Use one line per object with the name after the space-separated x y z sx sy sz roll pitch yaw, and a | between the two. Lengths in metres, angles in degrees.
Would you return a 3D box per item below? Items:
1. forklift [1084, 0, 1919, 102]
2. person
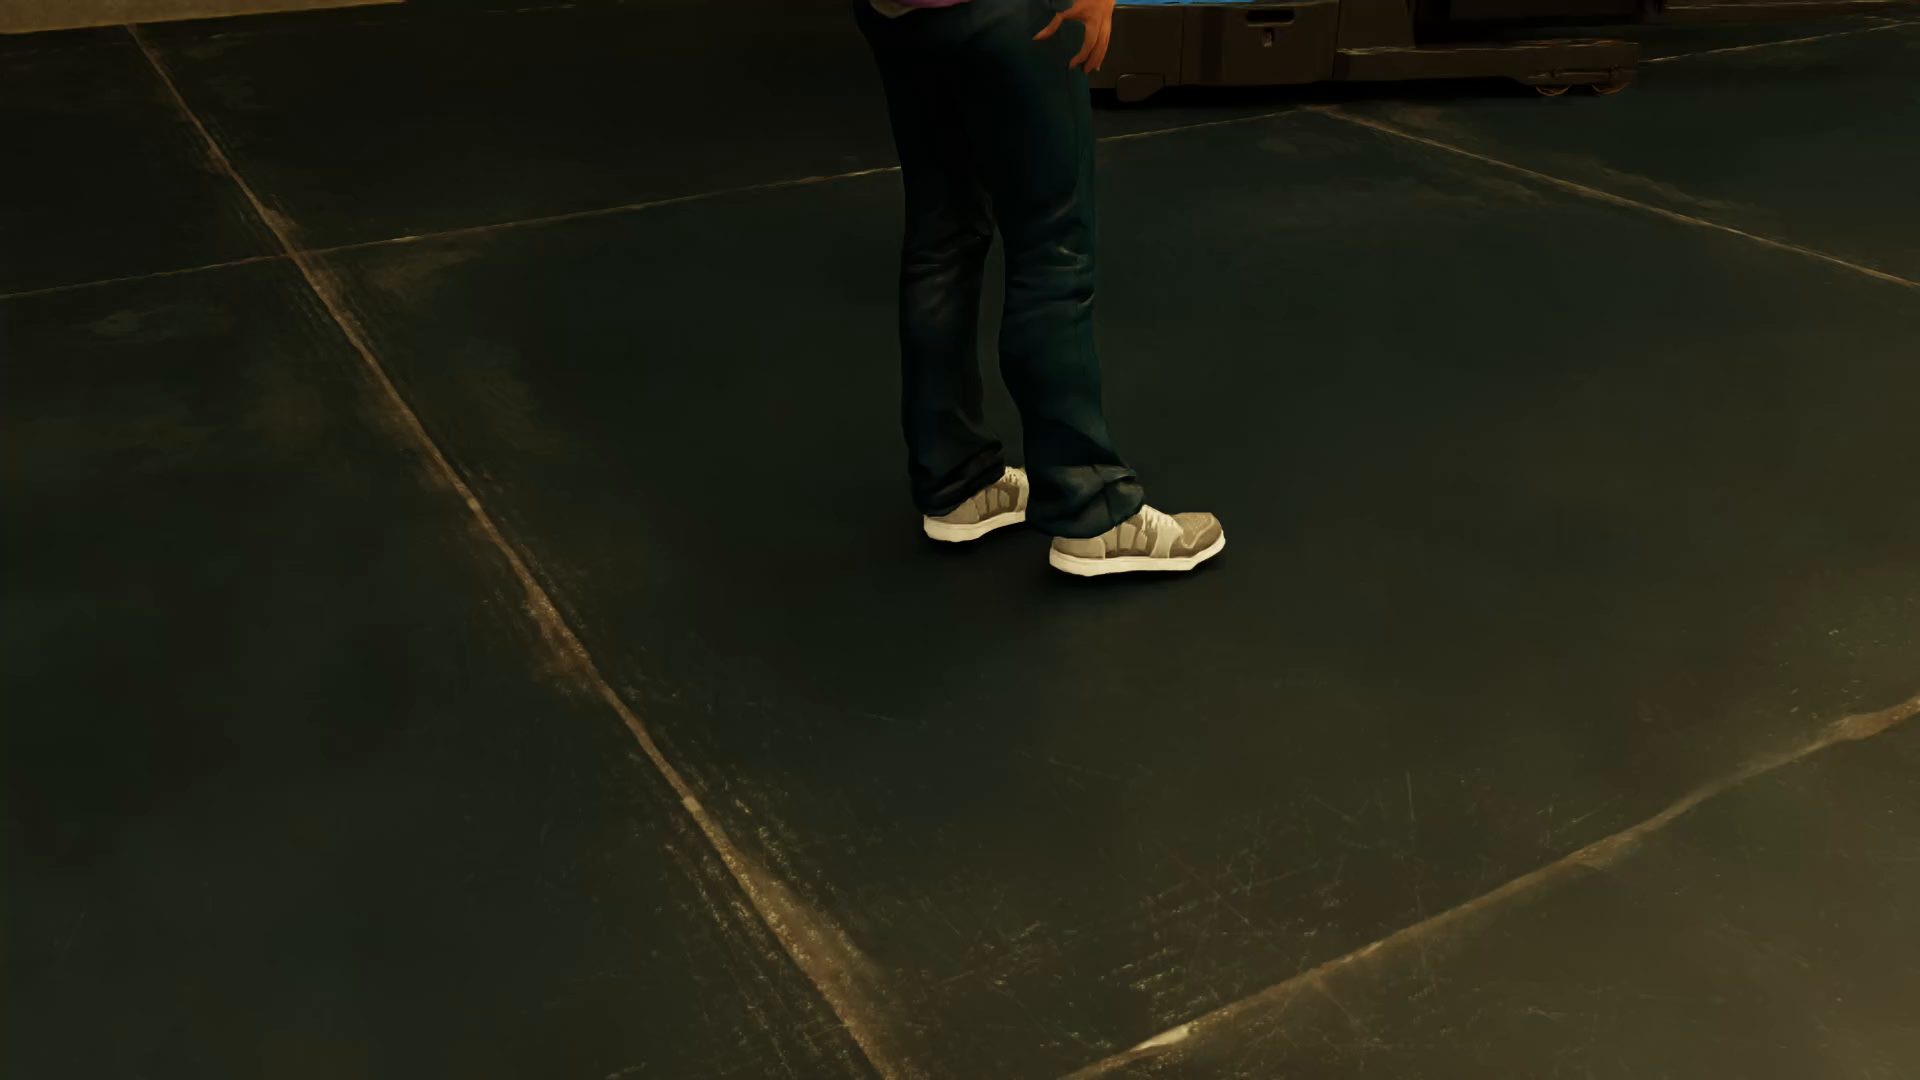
1.697 -2.947 5.069 3.031 2.935 1.130 -5 27 -9 | forklift
0.071 -0.723 2.161 0.474 1.583 0.520 -15 30 -26 | person
